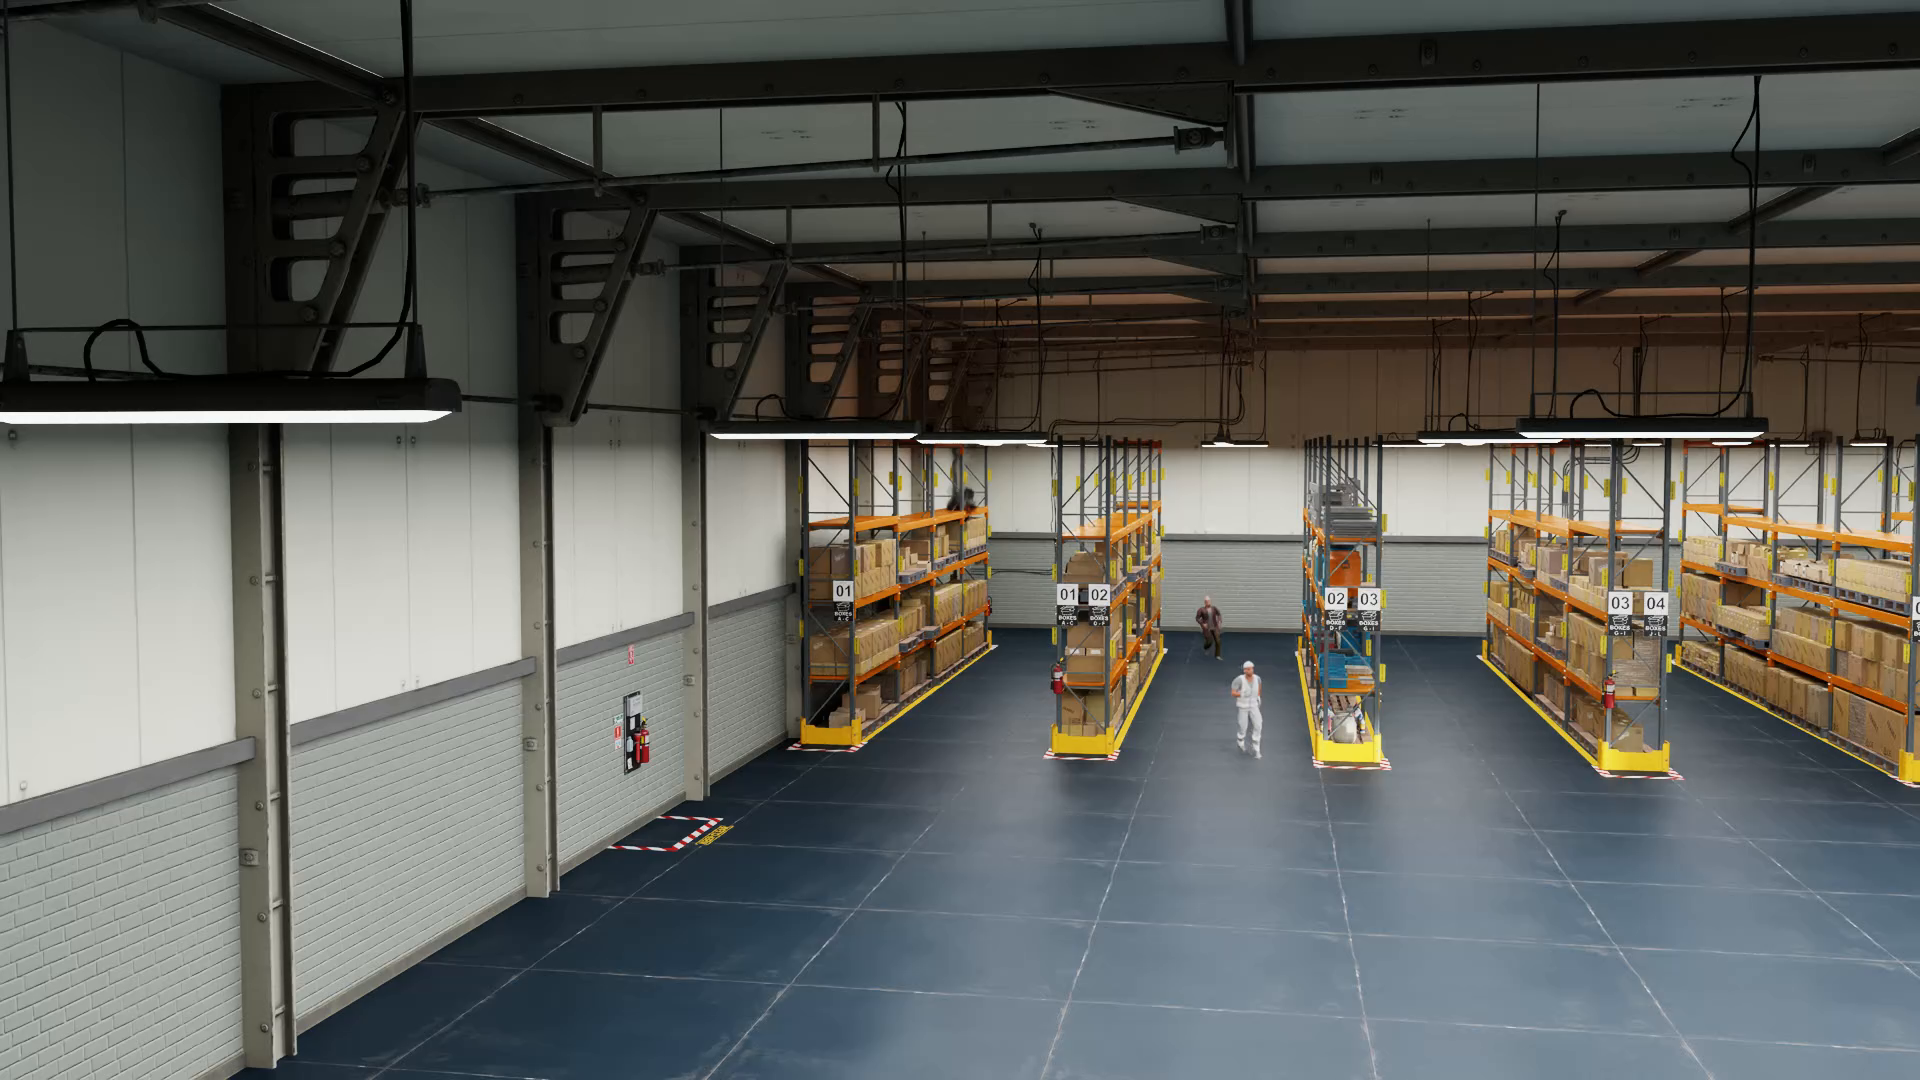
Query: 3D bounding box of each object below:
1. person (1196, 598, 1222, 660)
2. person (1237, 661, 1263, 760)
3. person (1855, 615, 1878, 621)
[{"bbox_3d":[6.836,2.425,45.584,0.726,1.704,0.628,0,3,-8],"label":"person"},{"bbox_3d":[5.423,3.165,31.127,0.526,1.836,0.841,-1,3,-9],"label":"person"},{"bbox_3d":[24.566,2.442,45.024,0.633,1.764,0.669,2,4,29],"label":"person"}]
